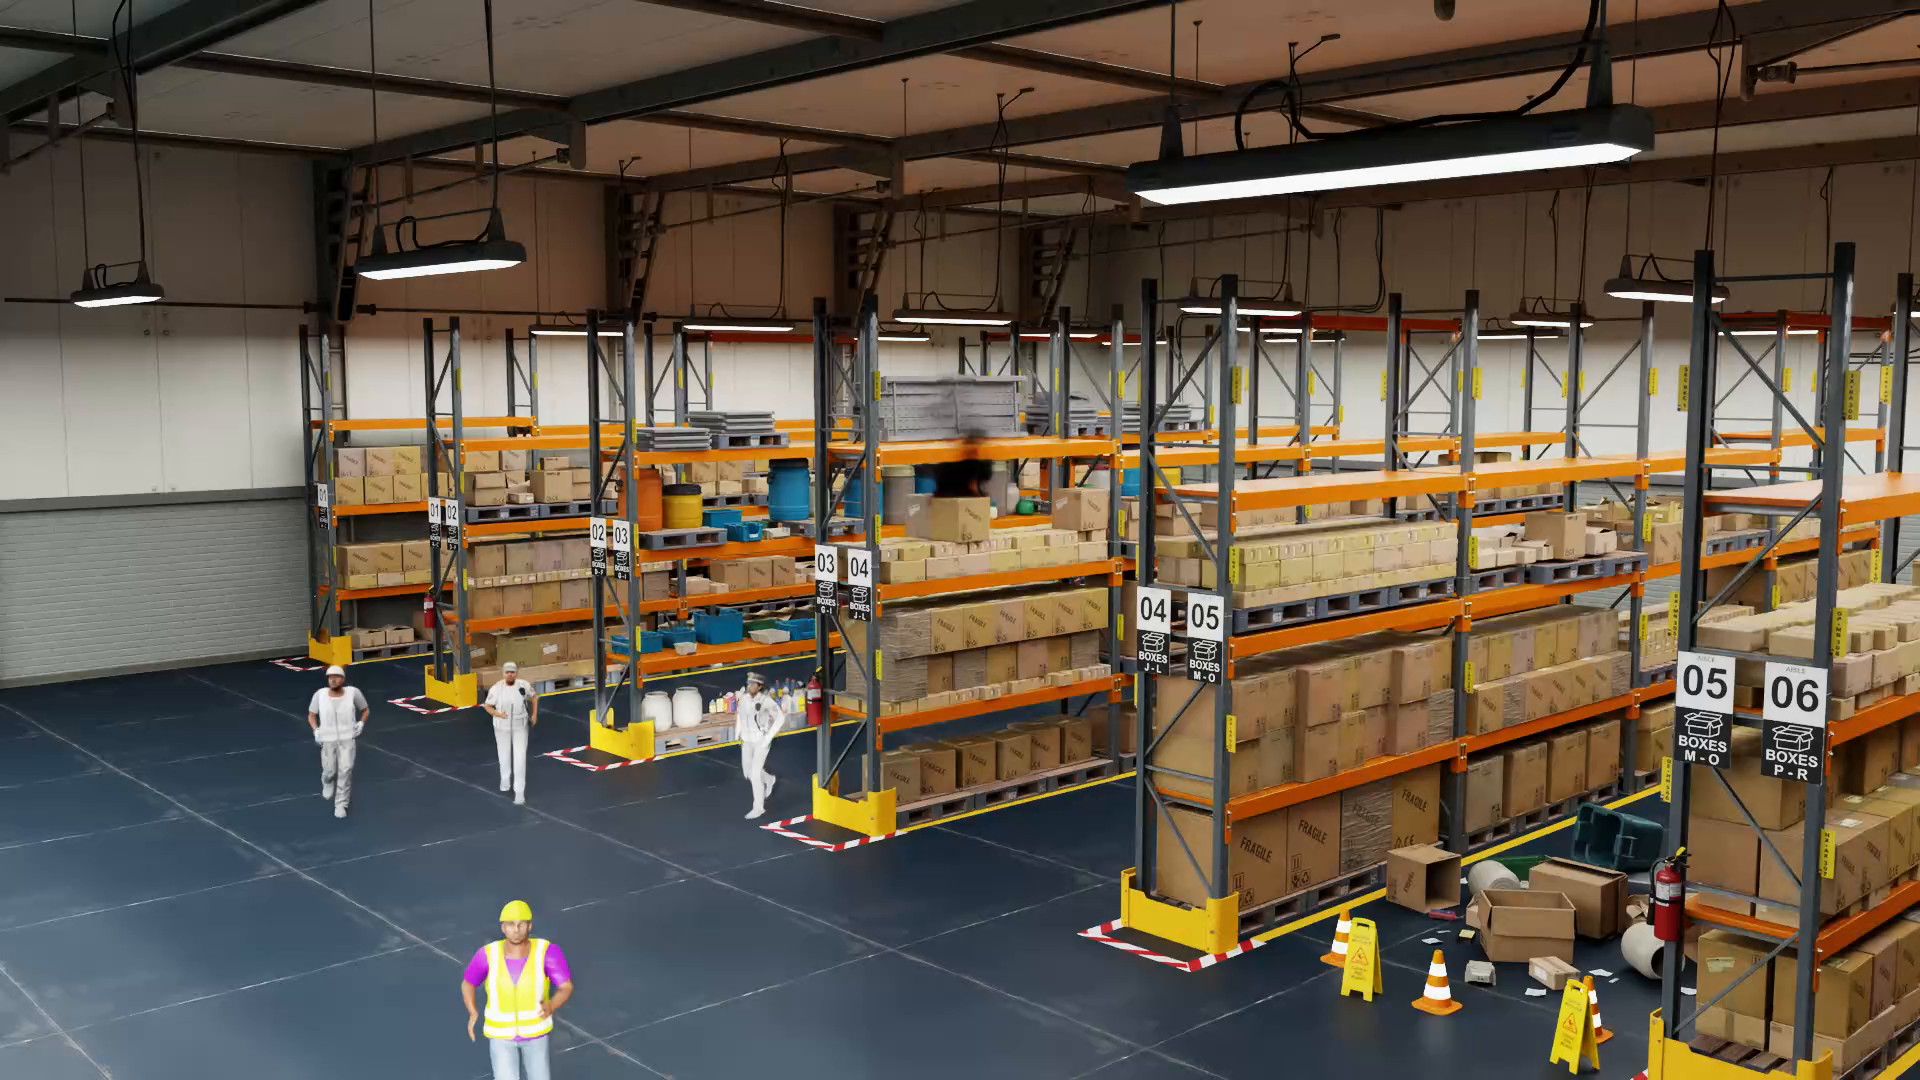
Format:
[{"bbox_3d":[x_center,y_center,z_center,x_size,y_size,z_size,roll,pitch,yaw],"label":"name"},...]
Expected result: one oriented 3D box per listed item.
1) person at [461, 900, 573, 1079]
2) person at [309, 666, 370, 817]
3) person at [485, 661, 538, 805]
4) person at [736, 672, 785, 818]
[{"bbox_3d":[-2.886,3.208,10.866,0.714,1.739,0.846,-1,6,-14],"label":"person"},{"bbox_3d":[-7.288,2.332,19.558,0.679,1.757,0.661,-2,6,-17],"label":"person"},{"bbox_3d":[-5.441,2.306,20.196,0.621,1.706,0.822,-2,6,-15],"label":"person"},{"bbox_3d":[-2.355,2.378,19.583,0.670,1.707,0.721,4,7,32],"label":"person"}]
